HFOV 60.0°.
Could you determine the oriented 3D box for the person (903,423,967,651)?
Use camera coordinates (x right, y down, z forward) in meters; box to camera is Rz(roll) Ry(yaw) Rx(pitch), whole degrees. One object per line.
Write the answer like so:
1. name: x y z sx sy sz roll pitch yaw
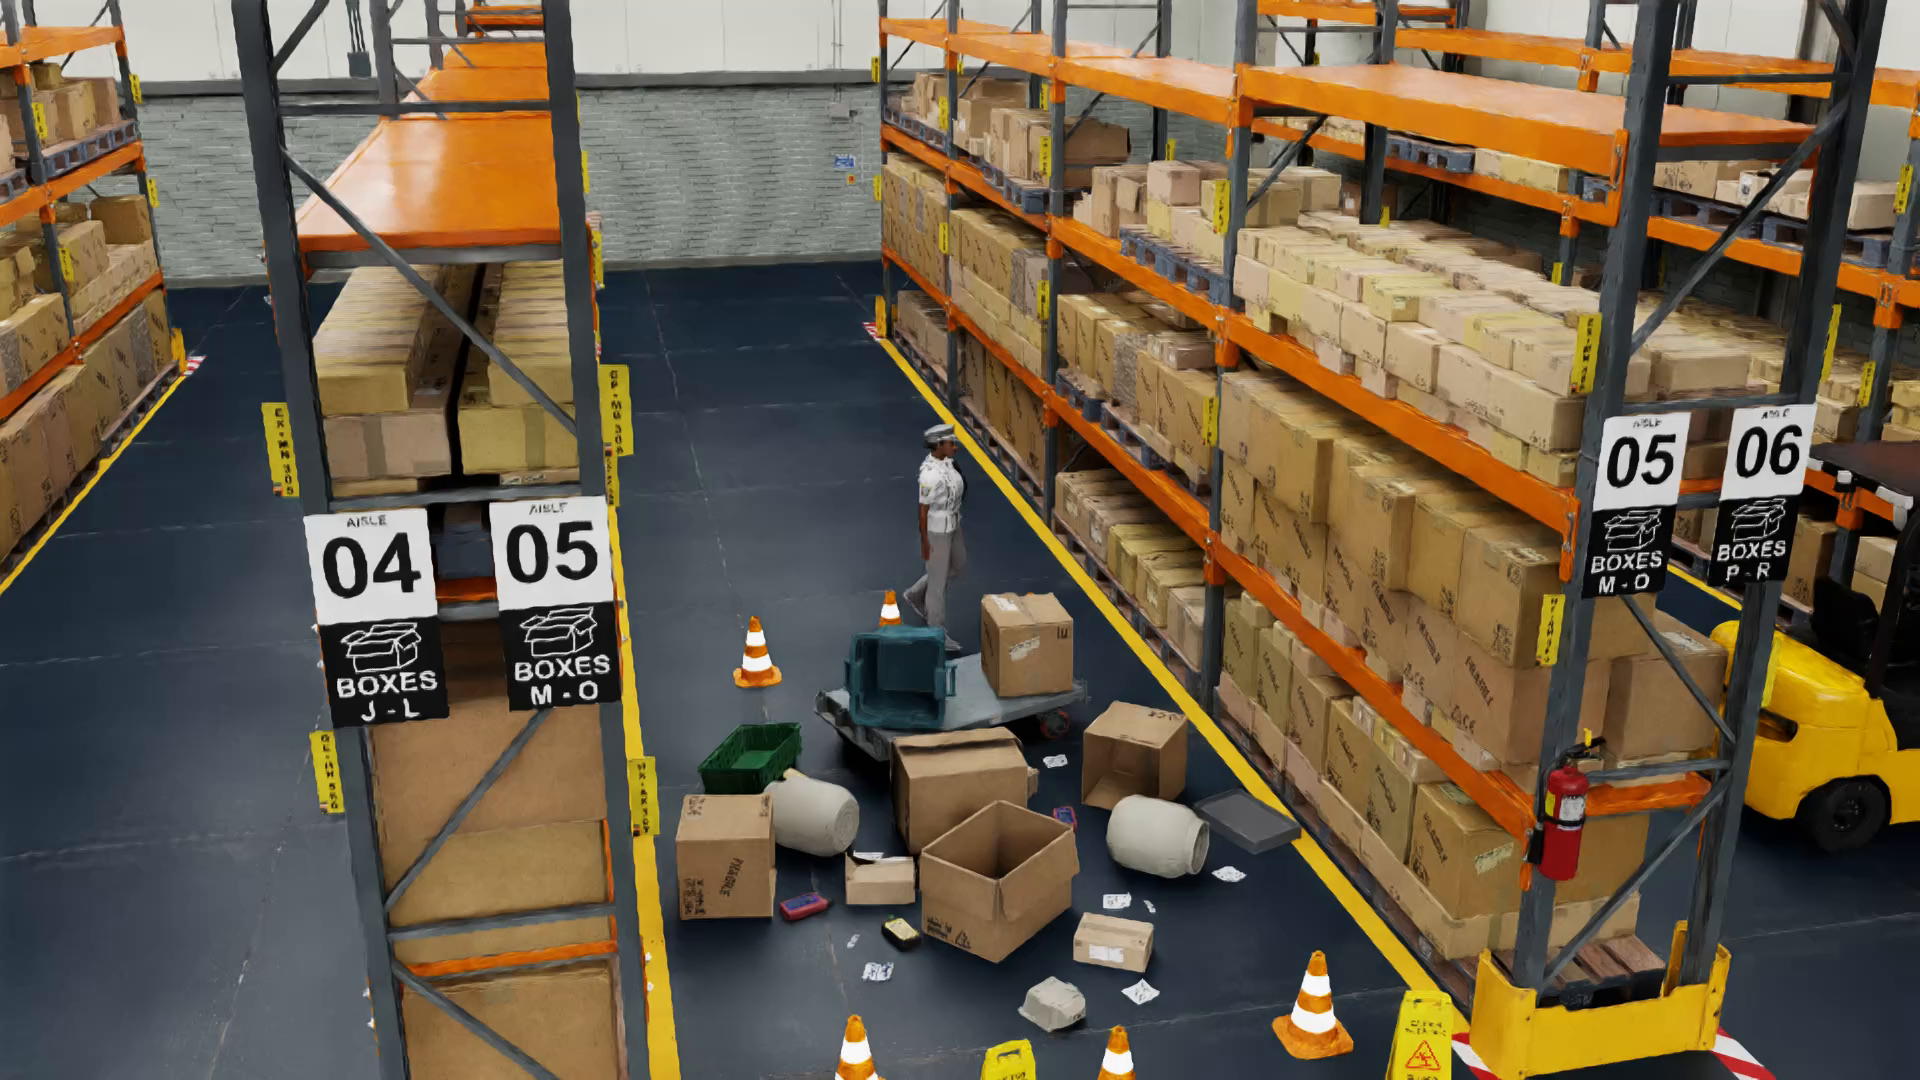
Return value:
1. person: -0.192 -0.066 12.464 0.544 1.670 0.611 5 20 14
